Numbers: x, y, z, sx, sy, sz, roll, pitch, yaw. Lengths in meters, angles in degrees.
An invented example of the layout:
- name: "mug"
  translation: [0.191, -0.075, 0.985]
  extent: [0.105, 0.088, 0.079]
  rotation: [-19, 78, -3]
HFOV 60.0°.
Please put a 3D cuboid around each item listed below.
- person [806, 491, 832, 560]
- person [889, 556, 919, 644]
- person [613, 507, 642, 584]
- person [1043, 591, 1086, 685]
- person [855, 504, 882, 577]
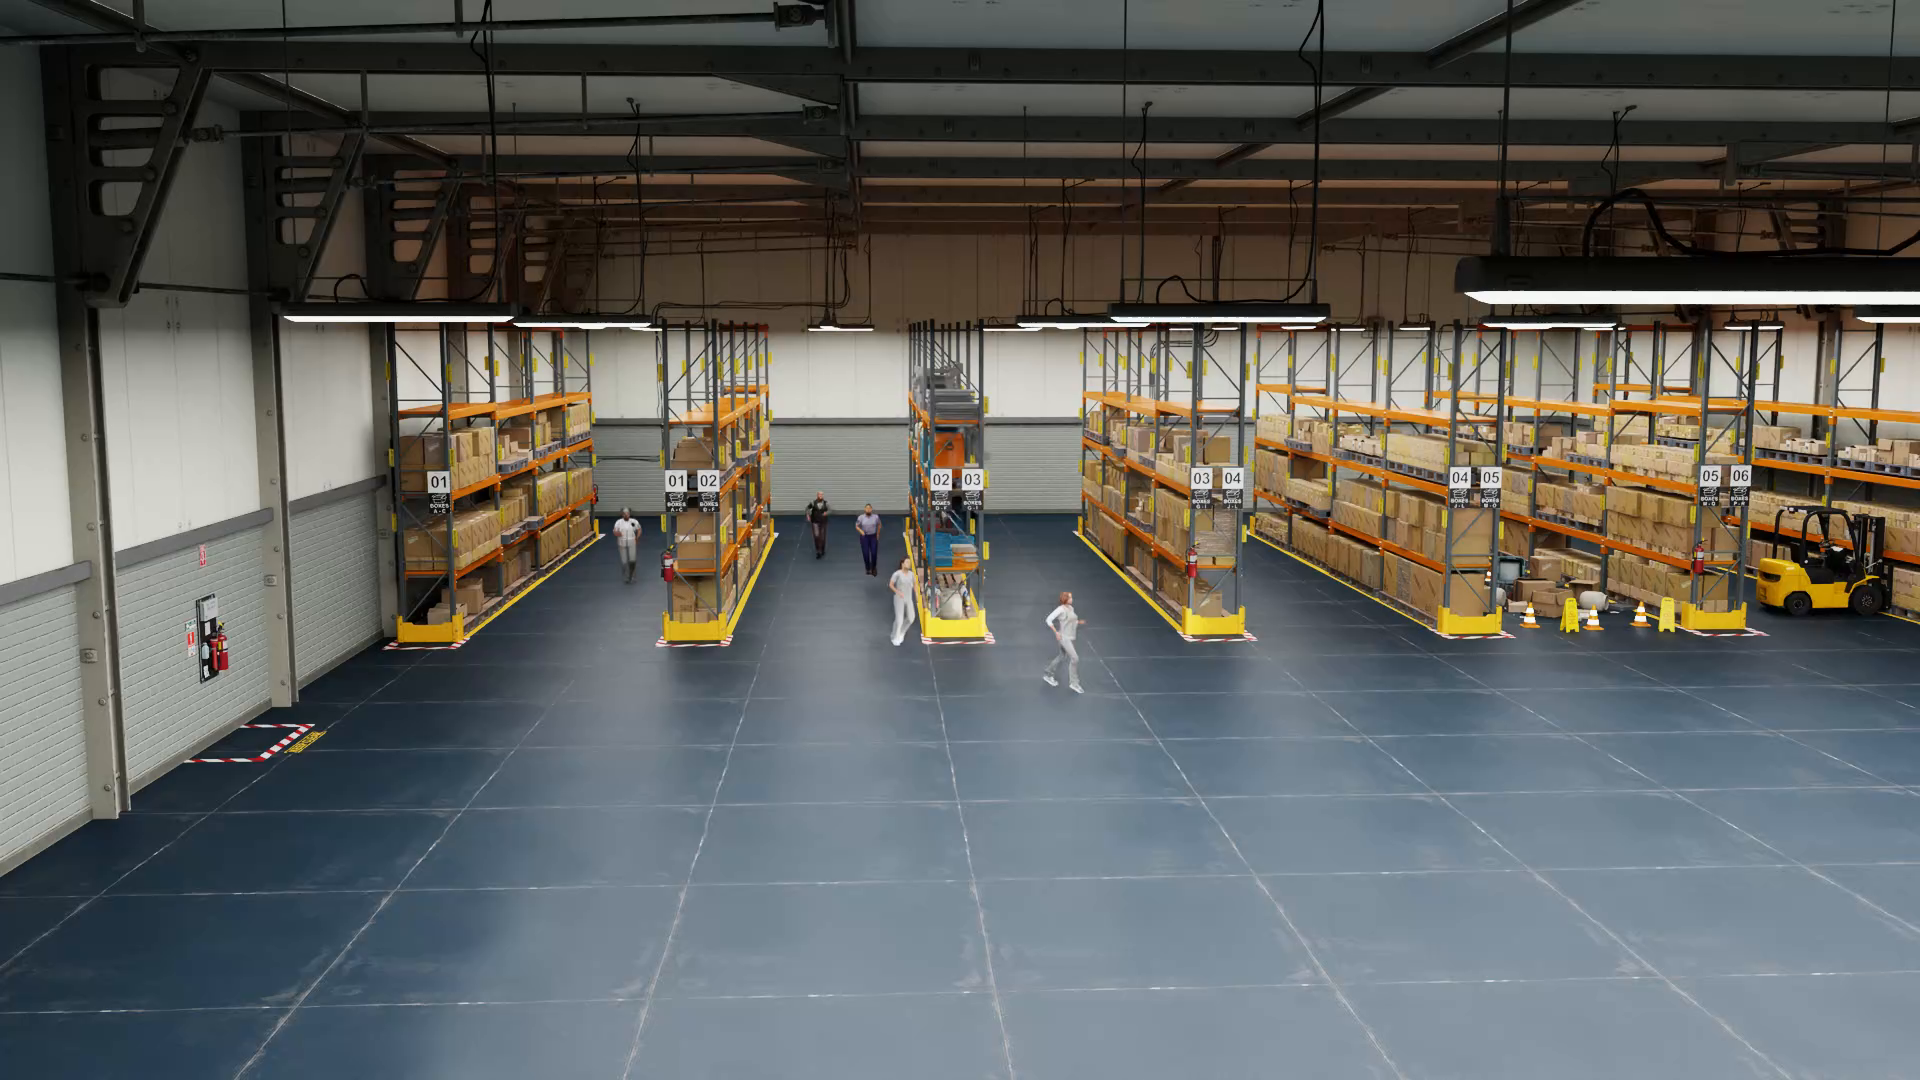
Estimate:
- name: "person"
  translation: [-3.605, -0.383, 42.699]
  extent: [0.662, 1.756, 0.837]
  rotation: [-1, 7, -11]
- name: "person"
  translation: [-1.009, 1.134, 30.779]
  extent: [0.637, 1.605, 0.539]
  rotation: [-4, 8, -30]
- name: "person"
  translation: [-7.655, 0.135, 38.292]
  extent: [0.644, 1.790, 0.660]
  rotation: [-1, 7, -10]
- name: "person"
  translation: [1.673, 1.604, 26.718]
  extent: [0.743, 1.396, 0.516]
  rotation: [3, 8, 22]
- name: "person"
  translation: [-2.068, 0.104, 37.695]
  extent: [0.603, 1.490, 0.573]
  rotation: [0, 7, -4]
